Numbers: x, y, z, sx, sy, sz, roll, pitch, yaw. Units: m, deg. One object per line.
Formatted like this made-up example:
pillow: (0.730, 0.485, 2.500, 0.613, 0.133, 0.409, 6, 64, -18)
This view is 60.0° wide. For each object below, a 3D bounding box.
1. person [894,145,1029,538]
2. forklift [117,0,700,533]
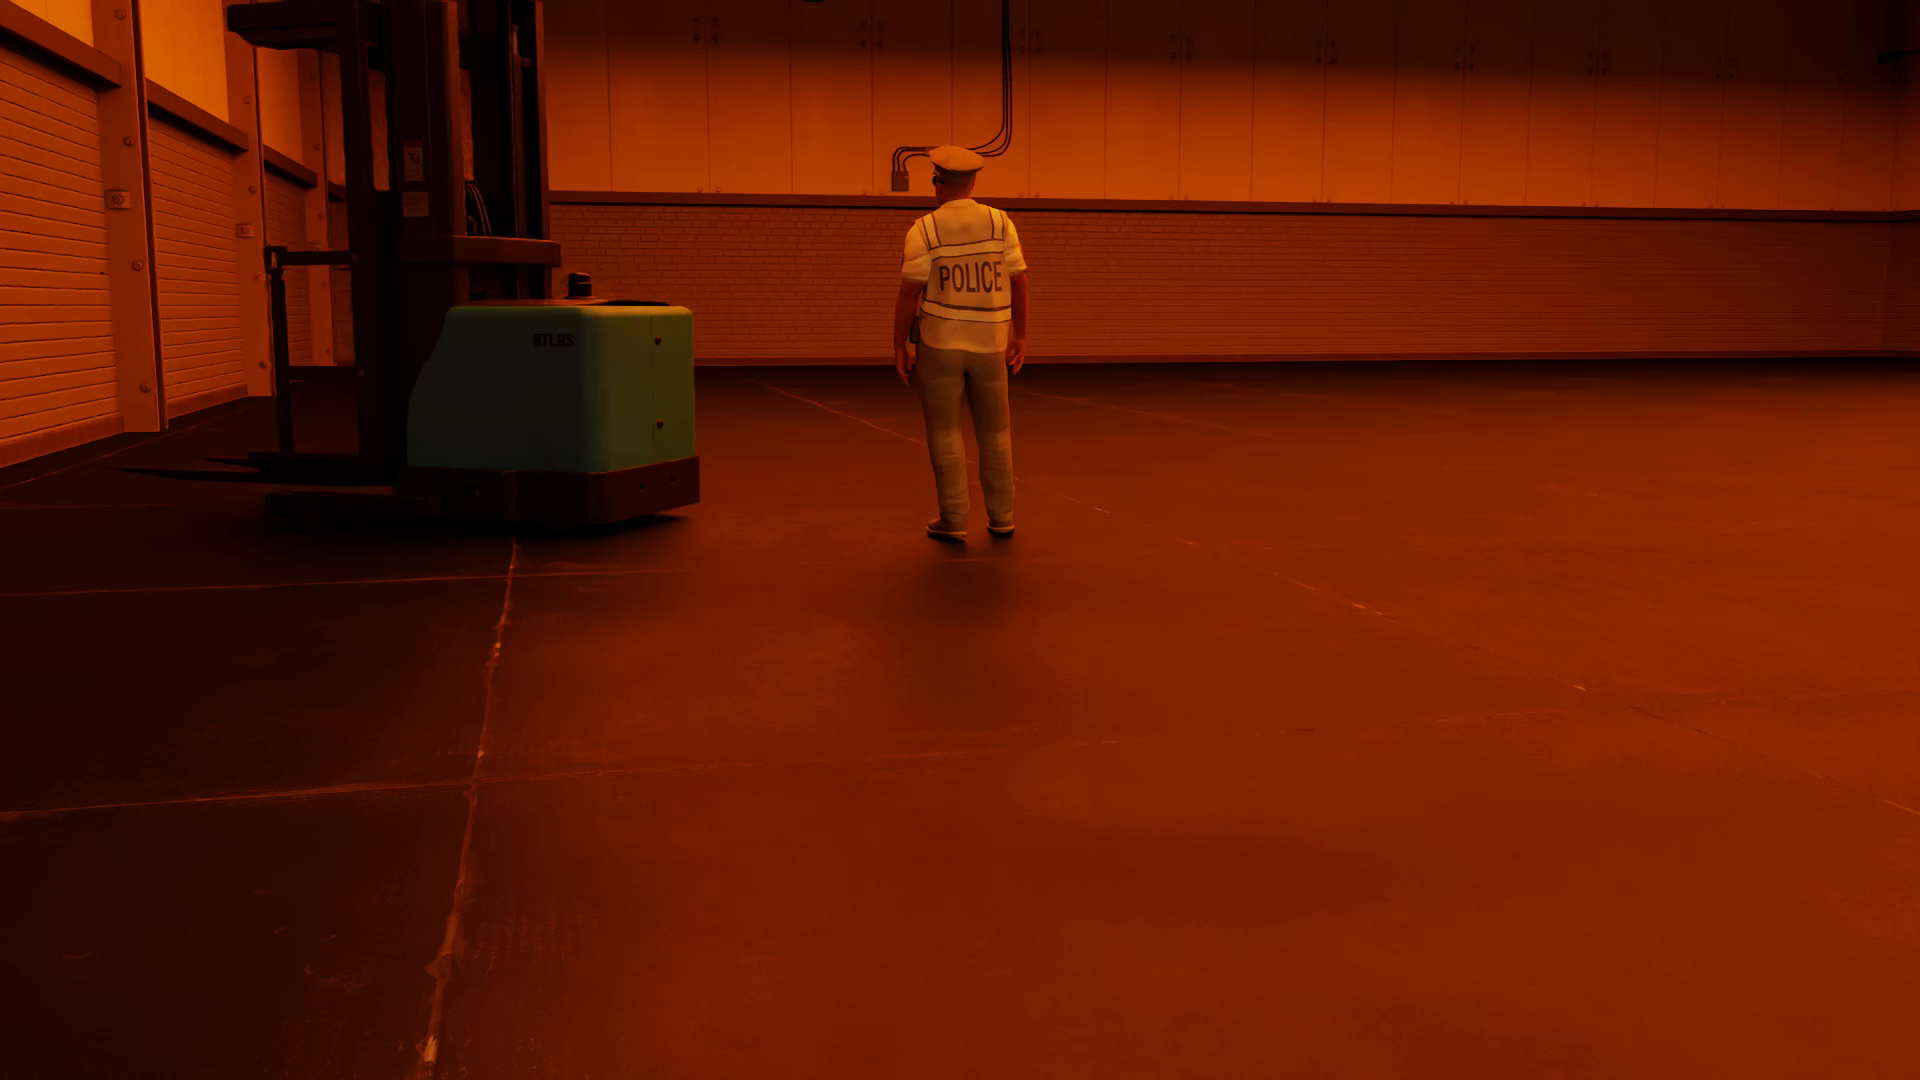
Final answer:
person: (-0.006, -0.900, 7.660, 0.640, 1.781, 0.575, -2, 8, -13)
forklift: (-2.918, -1.584, 8.449, 3.031, 2.935, 1.130, 3, 8, 18)
